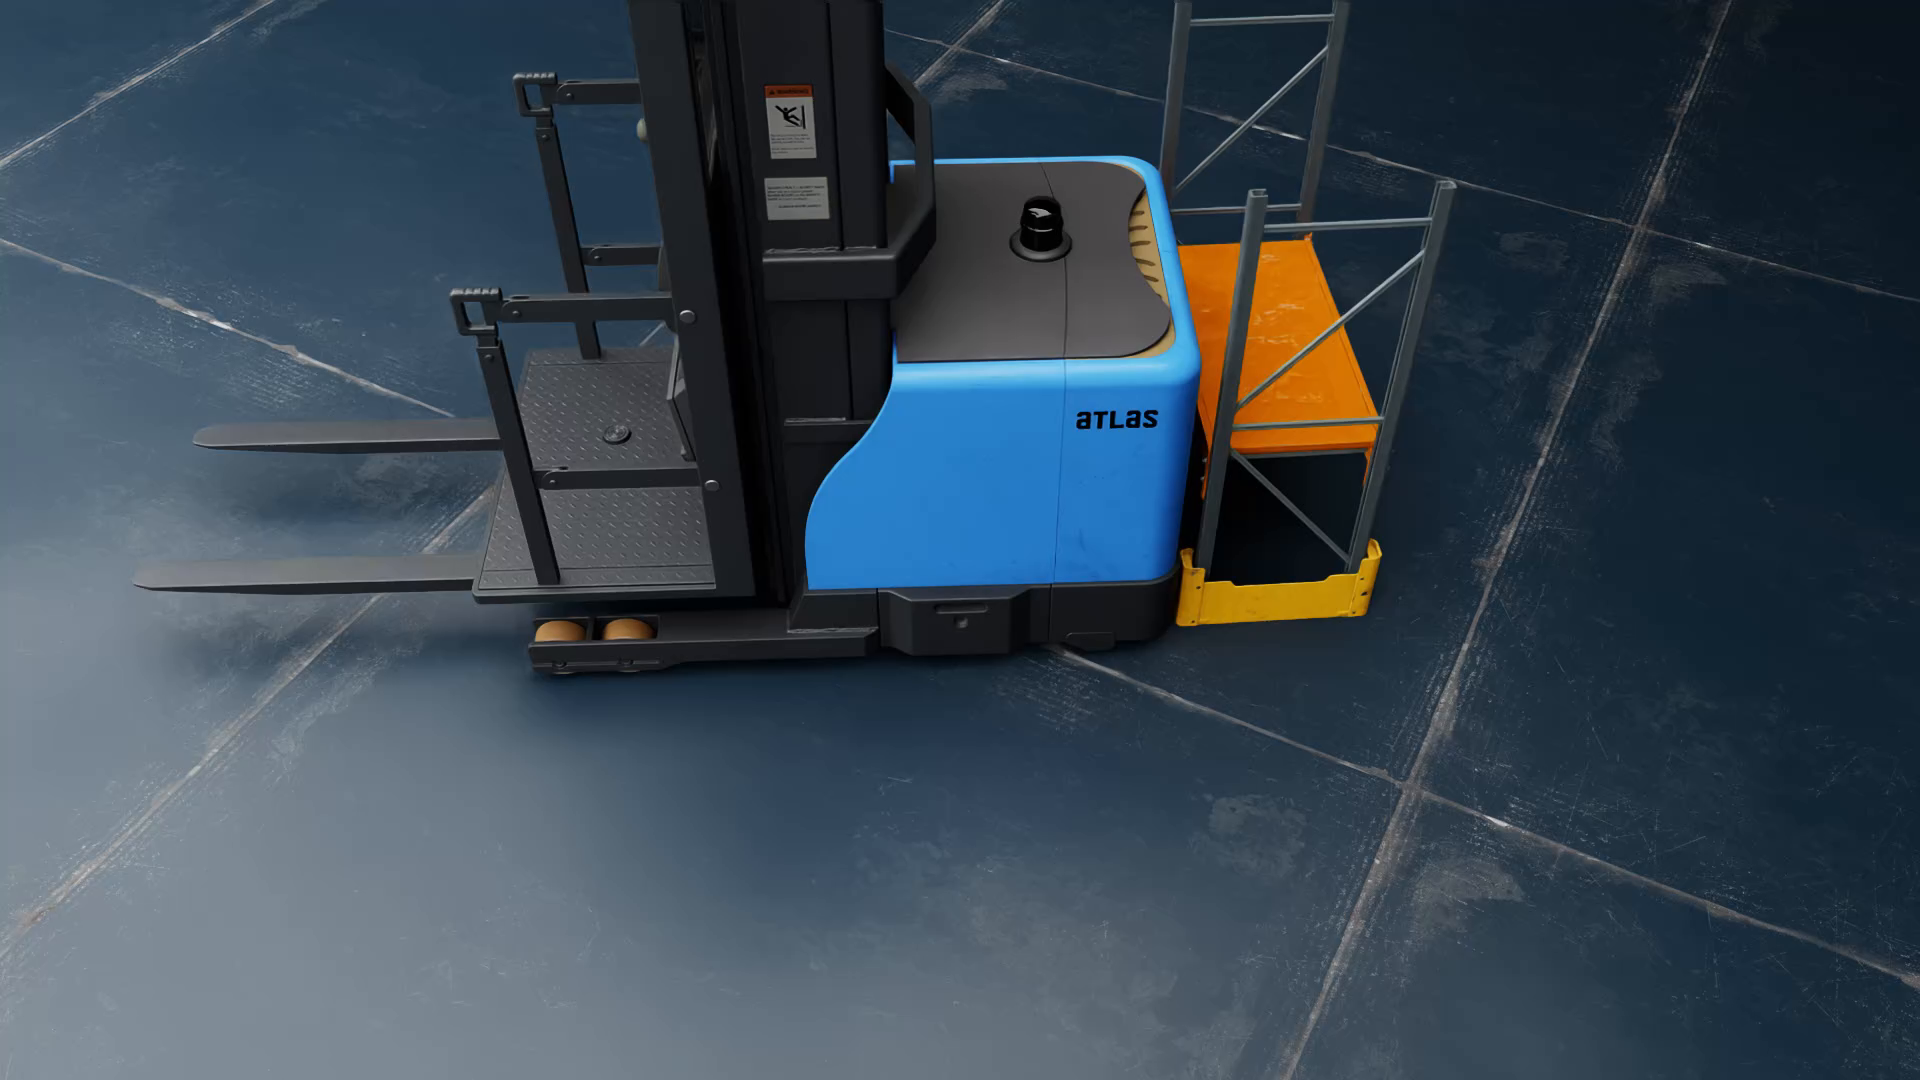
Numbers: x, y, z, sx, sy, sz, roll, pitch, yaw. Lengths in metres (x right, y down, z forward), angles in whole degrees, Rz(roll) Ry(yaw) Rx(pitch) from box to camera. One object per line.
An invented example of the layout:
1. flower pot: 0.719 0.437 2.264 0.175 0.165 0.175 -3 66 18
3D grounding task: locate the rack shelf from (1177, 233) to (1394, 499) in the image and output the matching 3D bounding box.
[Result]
1. rack shelf: 0.899 -0.546 4.988 0.538 0.185 1.000 -3 45 -3

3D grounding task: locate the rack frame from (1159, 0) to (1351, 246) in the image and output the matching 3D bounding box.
1. rack frame: 0.860 -1.033 5.216 0.500 1.500 0.032 -3 45 -3

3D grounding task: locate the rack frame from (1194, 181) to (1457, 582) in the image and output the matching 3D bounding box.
1. rack frame: 0.938 -0.312 4.503 0.500 1.500 0.032 -3 45 -3

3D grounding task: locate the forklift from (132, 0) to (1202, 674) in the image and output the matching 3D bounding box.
1. forklift: -0.897 -1.023 4.200 3.031 2.935 1.130 -2 45 -1

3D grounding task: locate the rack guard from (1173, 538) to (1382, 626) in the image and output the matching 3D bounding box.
1. rack guard: 0.938 0.127 4.949 0.587 0.250 0.087 -3 45 -3

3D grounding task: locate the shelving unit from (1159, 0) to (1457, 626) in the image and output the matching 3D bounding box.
1. shelving unit: 0.900 -0.666 4.853 0.587 1.500 1.083 -3 45 -3
